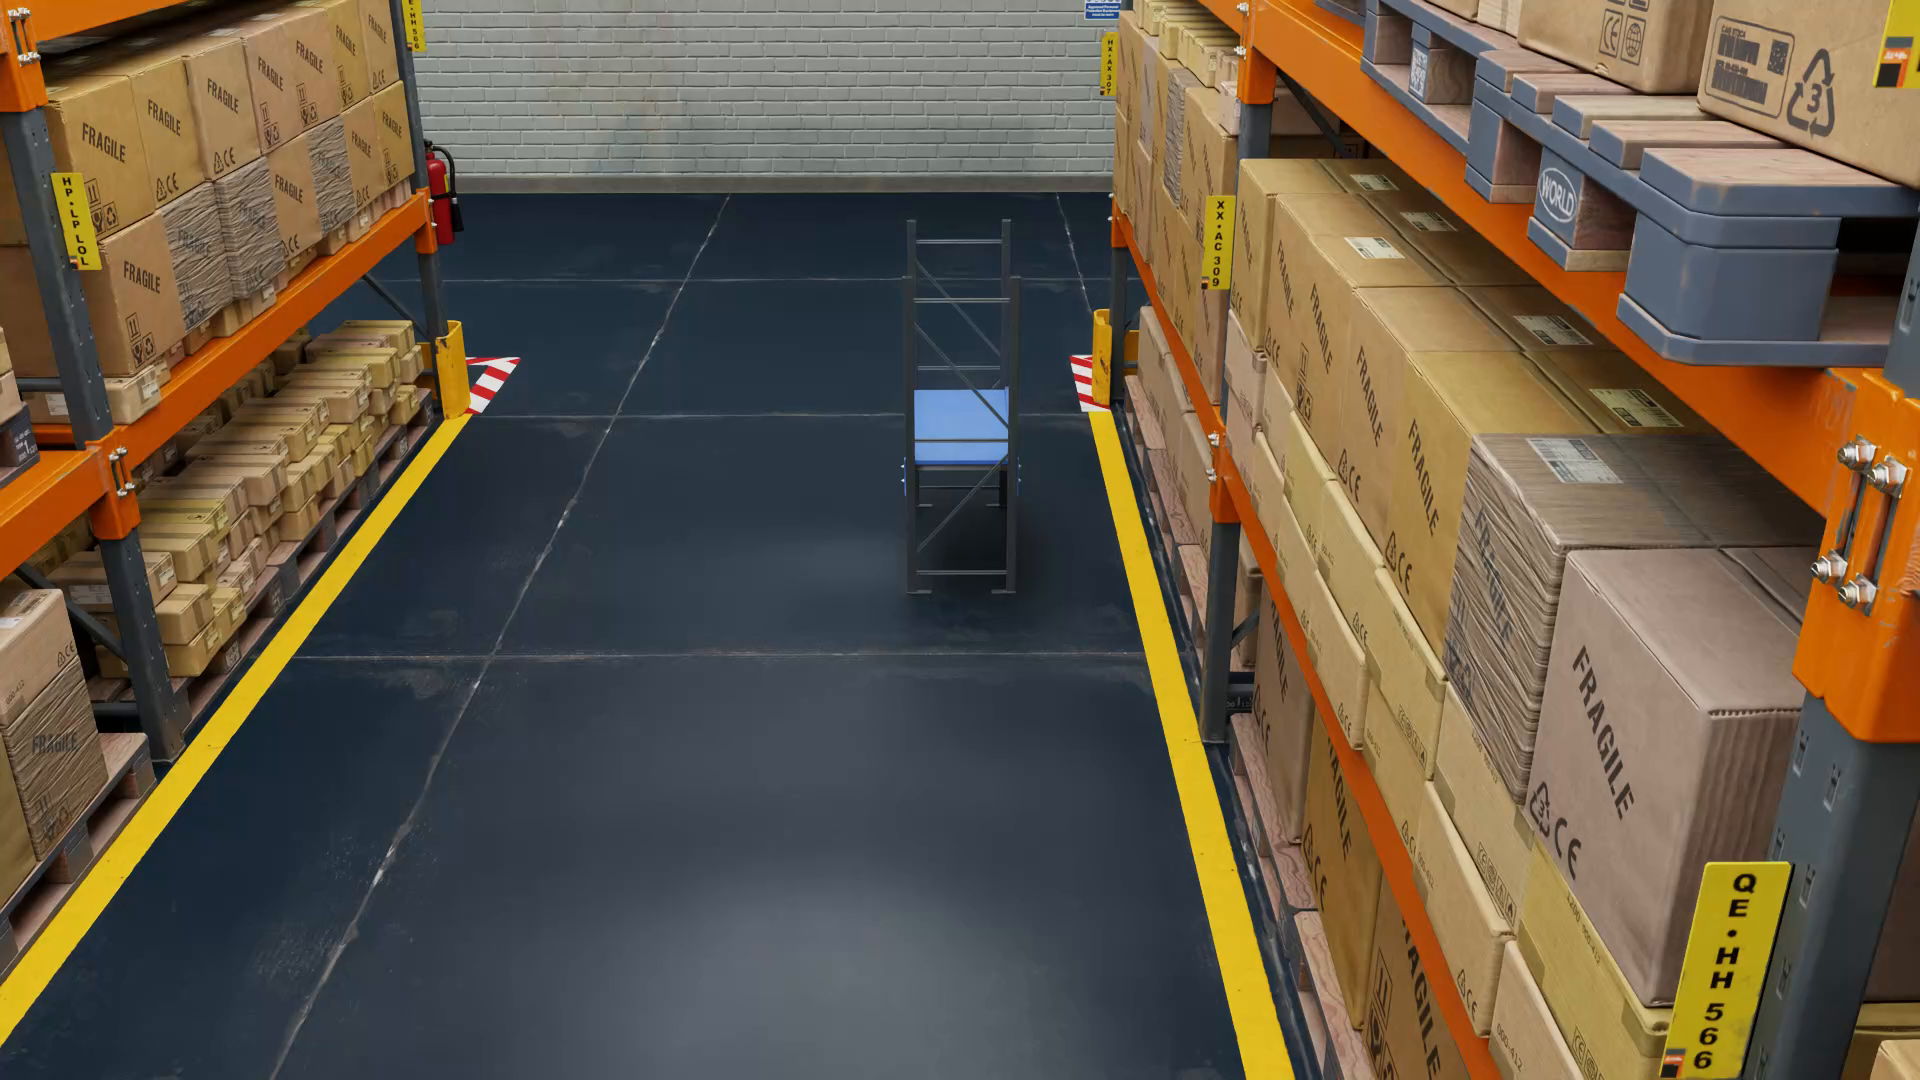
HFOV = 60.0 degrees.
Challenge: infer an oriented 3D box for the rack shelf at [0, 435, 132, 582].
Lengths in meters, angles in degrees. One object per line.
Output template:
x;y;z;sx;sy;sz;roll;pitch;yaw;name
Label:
-3.483;0.621;4.109;1.077;0.370;4.000;0;24;-1;rack shelf

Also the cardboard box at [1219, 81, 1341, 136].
1.122;-1.516;5.841;0.380;0.149;0.250;-1;24;-2;cardboard box

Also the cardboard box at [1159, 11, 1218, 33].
1.127;-2.357;7.700;0.380;0.149;0.250;0;24;0;cardboard box

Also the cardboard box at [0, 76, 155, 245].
-3.266;-1.354;5.908;0.500;0.500;0.500;0;24;1;cardboard box

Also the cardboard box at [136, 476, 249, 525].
-3.323;-0.162;7.196;0.380;0.149;0.250;-1;24;-2;cardboard box

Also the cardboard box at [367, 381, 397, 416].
-3.250;-0.776;8.915;0.380;0.149;0.250;-1;24;-3;cardboard box

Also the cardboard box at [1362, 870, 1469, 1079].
1.557;1.178;4.074;0.875;0.875;0.875;0;24;0;cardboard box

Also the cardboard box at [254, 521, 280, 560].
-3.336;-0.001;7.563;0.380;0.149;0.250;-1;24;-3;cardboard box

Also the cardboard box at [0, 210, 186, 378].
-3.258;-0.917;6.155;0.500;0.500;0.500;-1;24;-2;cardboard box

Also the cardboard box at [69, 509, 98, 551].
-3.821;-0.047;6.942;0.380;0.149;0.250;0;24;-1;cardboard box

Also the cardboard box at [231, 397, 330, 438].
-3.324;-0.589;8.140;0.380;0.149;0.250;-1;24;-2;cardboard box

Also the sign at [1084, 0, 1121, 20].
1.266;-4.714;14.705;0.327;0.218;0.001;0;24;-1;sign

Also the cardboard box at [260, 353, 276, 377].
-3.885;-0.907;8.844;0.380;0.149;0.250;0;24;-1;cardboard box

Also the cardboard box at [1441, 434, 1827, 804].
1.206;0.130;2.989;0.500;0.500;0.500;0;24;0;cardboard box

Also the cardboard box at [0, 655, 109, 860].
-3.245;0.721;5.540;0.500;0.500;0.500;-1;24;-2;cardboard box

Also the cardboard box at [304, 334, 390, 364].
-3.344;-1.021;9.096;0.380;0.149;0.250;0;24;0;cardboard box

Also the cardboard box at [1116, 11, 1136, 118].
1.120;-2.545;8.902;0.500;0.500;0.500;-1;24;-2;cardboard box

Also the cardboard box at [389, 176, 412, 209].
-3.262;-1.931;9.185;0.380;0.149;0.250;0;24;0;cardboard box

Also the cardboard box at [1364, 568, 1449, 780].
1.193;0.274;3.580;0.500;0.250;0.500;-1;24;-2;cardboard box

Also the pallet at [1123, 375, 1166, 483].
1.487;-0.643;9.415;1.003;0.211;1.213;0;24;-1;pallet

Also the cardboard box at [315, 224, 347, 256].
-3.280;-1.512;8.257;0.380;0.149;0.250;-1;24;-3;cardboard box

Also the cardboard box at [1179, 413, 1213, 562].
1.534;-0.246;7.754;0.875;0.438;0.875;-1;24;-2;cardboard box

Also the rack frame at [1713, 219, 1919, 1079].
1.487;1.054;2.280;1.000;3.000;0.127;0;24;-1;rack frame

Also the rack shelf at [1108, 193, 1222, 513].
1.422;-1.091;7.895;1.077;0.370;4.000;0;24;-1;rack shelf

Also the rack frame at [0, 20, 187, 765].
-3.505;-0.530;5.783;1.000;3.000;0.127;0;24;-1;rack frame

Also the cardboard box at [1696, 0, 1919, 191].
1.332;-0.706;1.896;0.797;0.503;0.637;-2;24;-4;cardboard box

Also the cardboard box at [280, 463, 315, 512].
-3.239;-0.242;7.735;0.380;0.149;0.250;0;24;-1;cardboard box

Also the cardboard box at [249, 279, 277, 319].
-3.244;-1.077;7.295;0.380;0.149;0.250;1;24;2;cardboard box

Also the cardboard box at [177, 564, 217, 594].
-3.281;0.187;6.786;0.380;0.149;0.250;0;24;0;cardboard box

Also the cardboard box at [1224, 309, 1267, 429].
1.167;-0.571;5.448;0.500;0.250;0.500;-1;24;-2;cardboard box

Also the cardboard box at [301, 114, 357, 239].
-3.271;-1.755;8.007;0.500;0.500;0.500;0;24;0;cardboard box

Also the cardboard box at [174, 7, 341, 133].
-3.275;-2.205;7.790;0.500;0.500;0.500;1;24;2;cardboard box

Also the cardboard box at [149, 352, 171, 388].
-3.258;-0.640;6.331;0.380;0.149;0.250;0;24;1;cardboard box

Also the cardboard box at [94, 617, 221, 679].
-3.188;0.426;6.619;0.380;0.149;0.250;-1;24;-3;cardboard box

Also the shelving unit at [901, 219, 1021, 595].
0.001;-0.648;7.863;0.538;1.500;1.048;0;24;-1;shelving unit

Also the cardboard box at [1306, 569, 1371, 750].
1.178;0.287;4.157;0.500;0.250;0.500;-1;24;-1;cardboard box

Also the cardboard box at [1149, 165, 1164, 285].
1.161;-1.465;7.727;0.500;0.500;0.500;1;24;1;cardboard box

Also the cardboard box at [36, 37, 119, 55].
-3.783;-1.784;6.858;0.500;0.500;0.500;0;24;1;cardboard box

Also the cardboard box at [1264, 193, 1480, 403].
1.194;-0.703;4.830;0.500;0.500;0.500;0;24;-1;cardboard box

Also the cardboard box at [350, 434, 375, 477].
-3.232;-0.434;8.519;0.380;0.149;0.250;-1;24;-3;cardboard box

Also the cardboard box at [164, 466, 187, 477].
-3.772;-0.228;7.702;0.380;0.149;0.250;-1;24;-3;cardboard box

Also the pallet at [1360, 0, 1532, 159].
1.412;-0.953;3.305;1.003;0.211;1.213;1;24;2;pallet

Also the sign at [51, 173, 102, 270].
-2.950;-1.062;5.553;0.100;0.325;0.005;0;24;-1;sign

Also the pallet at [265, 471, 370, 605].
-3.564;-0.040;8.083;1.003;0.211;1.213;0;24;-1;pallet

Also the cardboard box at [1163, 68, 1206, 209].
1.150;-1.707;7.051;0.500;0.500;0.500;0;24;0;cardboard box

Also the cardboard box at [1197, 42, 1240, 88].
1.175;-1.936;6.768;0.380;0.149;0.250;0;24;-1;cardboard box

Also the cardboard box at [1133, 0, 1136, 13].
1.127;-2.892;8.882;0.380;0.149;0.250;0;24;1;cardboard box

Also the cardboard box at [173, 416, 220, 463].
-3.750;-0.479;7.898;0.380;0.149;0.250;0;24;0;cardboard box

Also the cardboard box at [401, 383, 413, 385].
-3.334;-0.855;9.451;0.380;0.149;0.250;0;24;0;cardboard box

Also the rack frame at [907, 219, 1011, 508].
-0.005;-0.858;8.326;0.500;1.500;0.032;0;24;-1;rack frame
